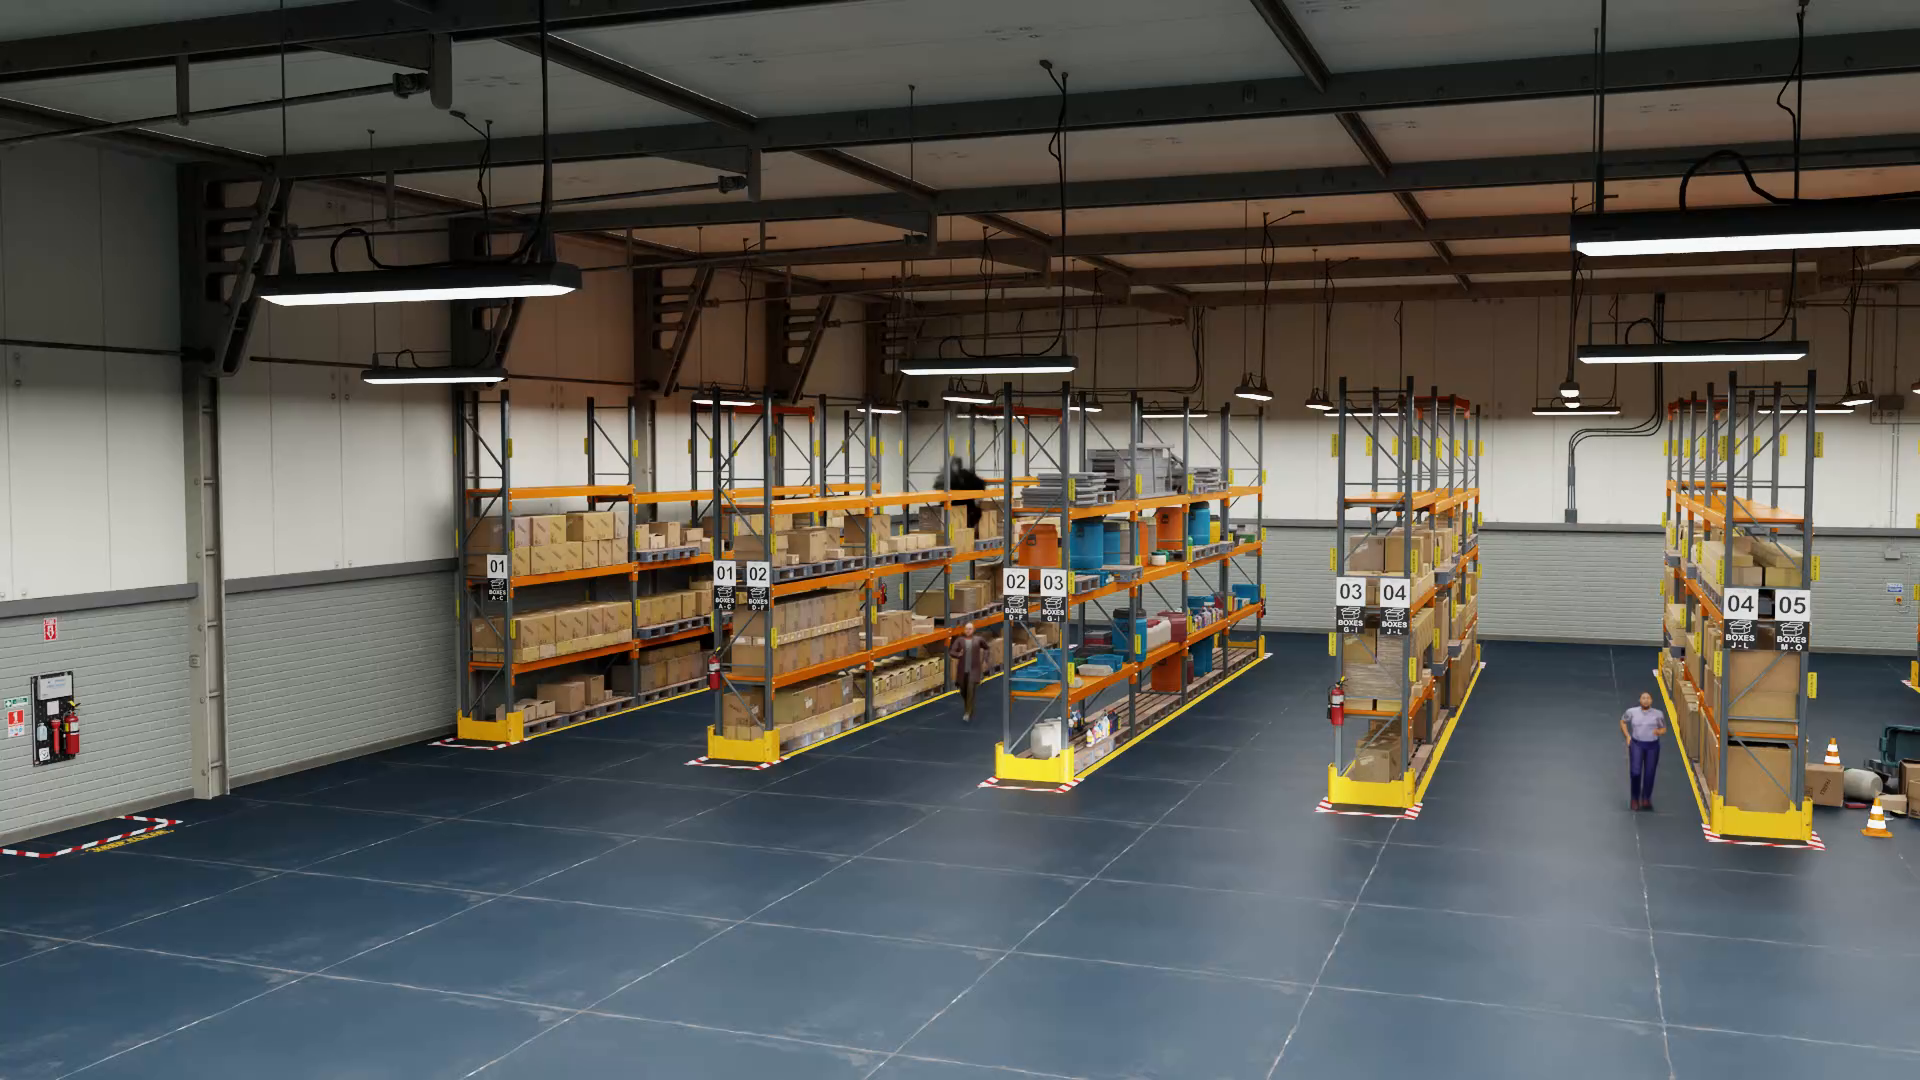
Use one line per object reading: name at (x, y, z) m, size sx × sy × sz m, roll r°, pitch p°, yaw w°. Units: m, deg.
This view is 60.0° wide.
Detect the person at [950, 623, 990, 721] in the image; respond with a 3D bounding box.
person at (0.167, 2.395, 30.527) m, size 0.705 × 1.754 × 1.057 m, roll 1°, pitch 3°, yaw 11°

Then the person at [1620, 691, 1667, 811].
person at (9.466, 2.925, 23.019) m, size 0.586 × 1.672 × 0.659 m, roll 1°, pitch 3°, yaw 17°
